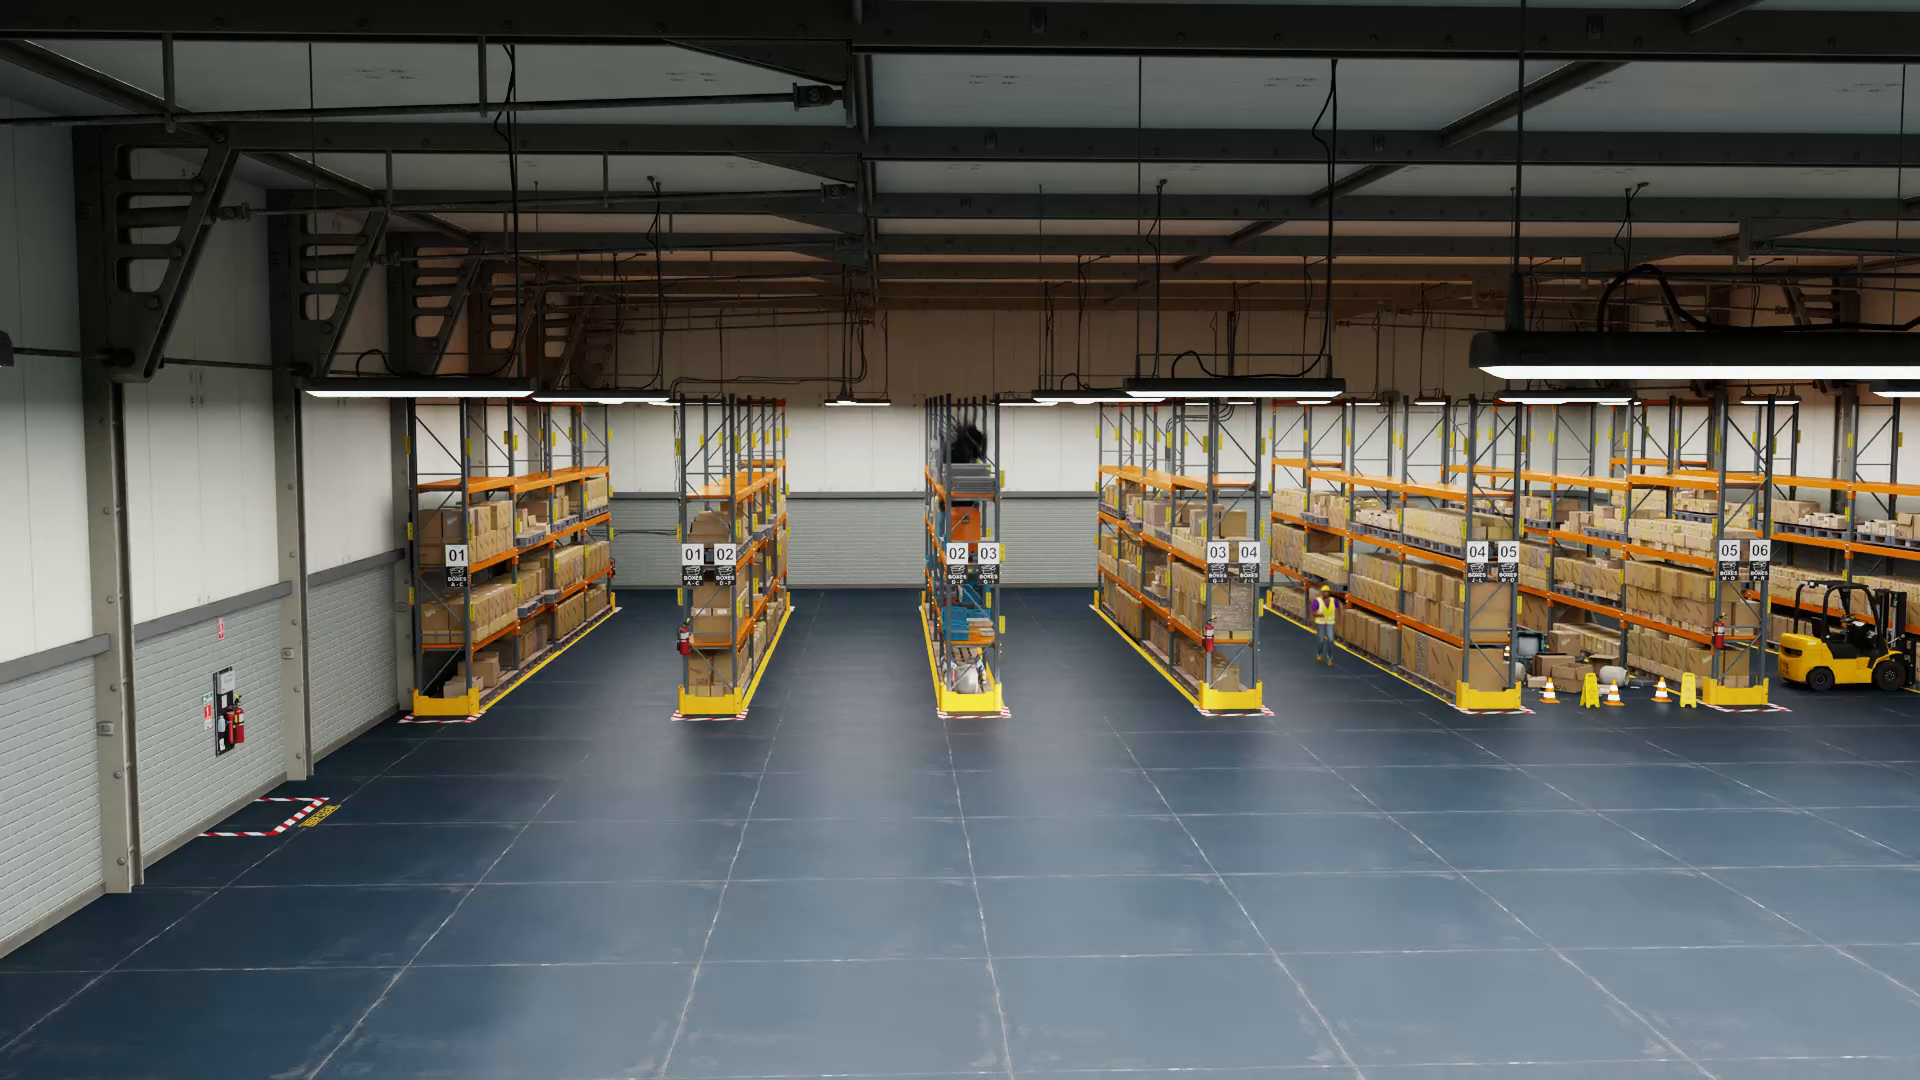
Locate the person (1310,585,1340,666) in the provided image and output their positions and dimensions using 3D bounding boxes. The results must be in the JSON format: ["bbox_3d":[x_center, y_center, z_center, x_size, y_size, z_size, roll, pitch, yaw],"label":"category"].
[{"bbox_3d":[8.170,1.925,37.156,0.716,1.840,0.751,0,5,3],"label":"person"}]

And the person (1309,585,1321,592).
[{"bbox_3d":[10.434,1.029,49.066,0.646,1.679,0.613,0,5,4],"label":"person"}]
